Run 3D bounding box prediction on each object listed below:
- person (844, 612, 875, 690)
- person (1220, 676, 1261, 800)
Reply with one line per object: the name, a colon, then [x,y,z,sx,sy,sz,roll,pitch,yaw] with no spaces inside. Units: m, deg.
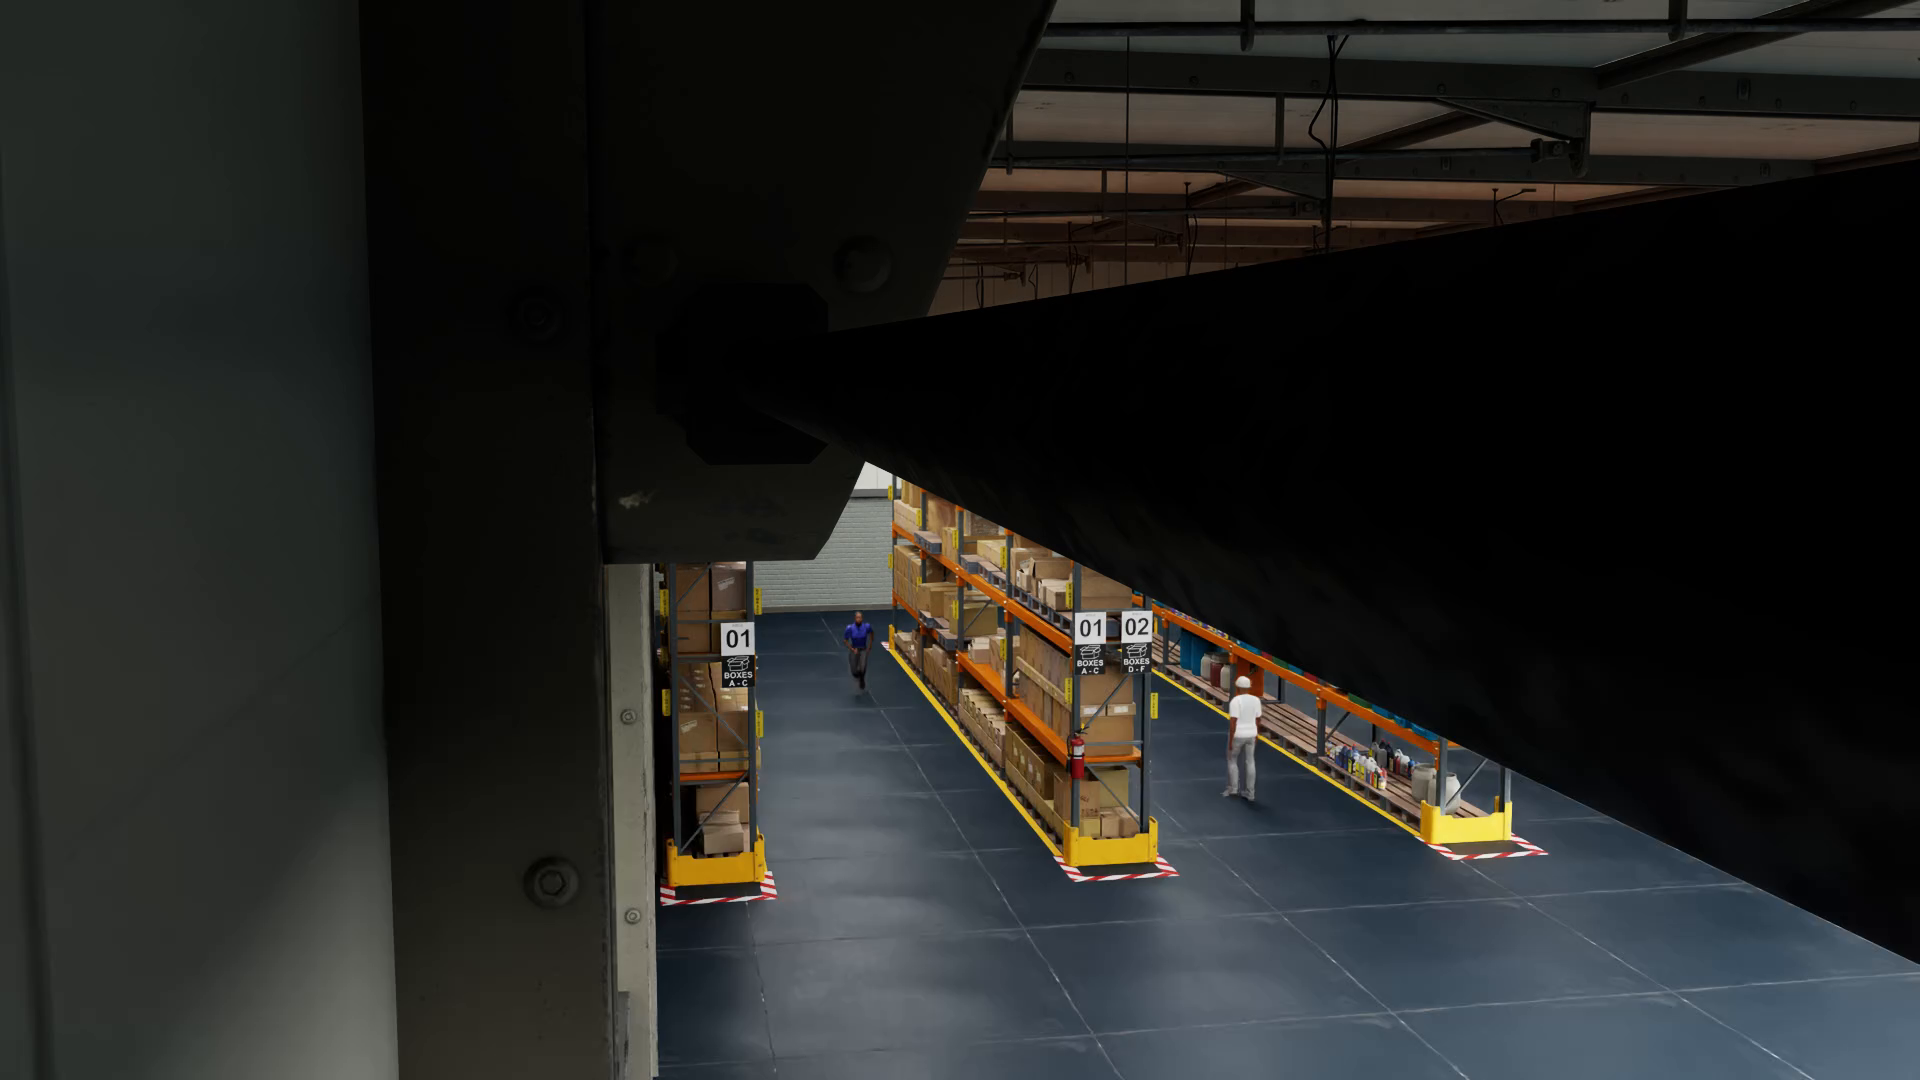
person: [-1.892,2.074,31.228,0.572,1.510,0.732,0,6,-1]
person: [4.117,2.879,24.078,0.592,1.809,0.602,-2,6,-17]
